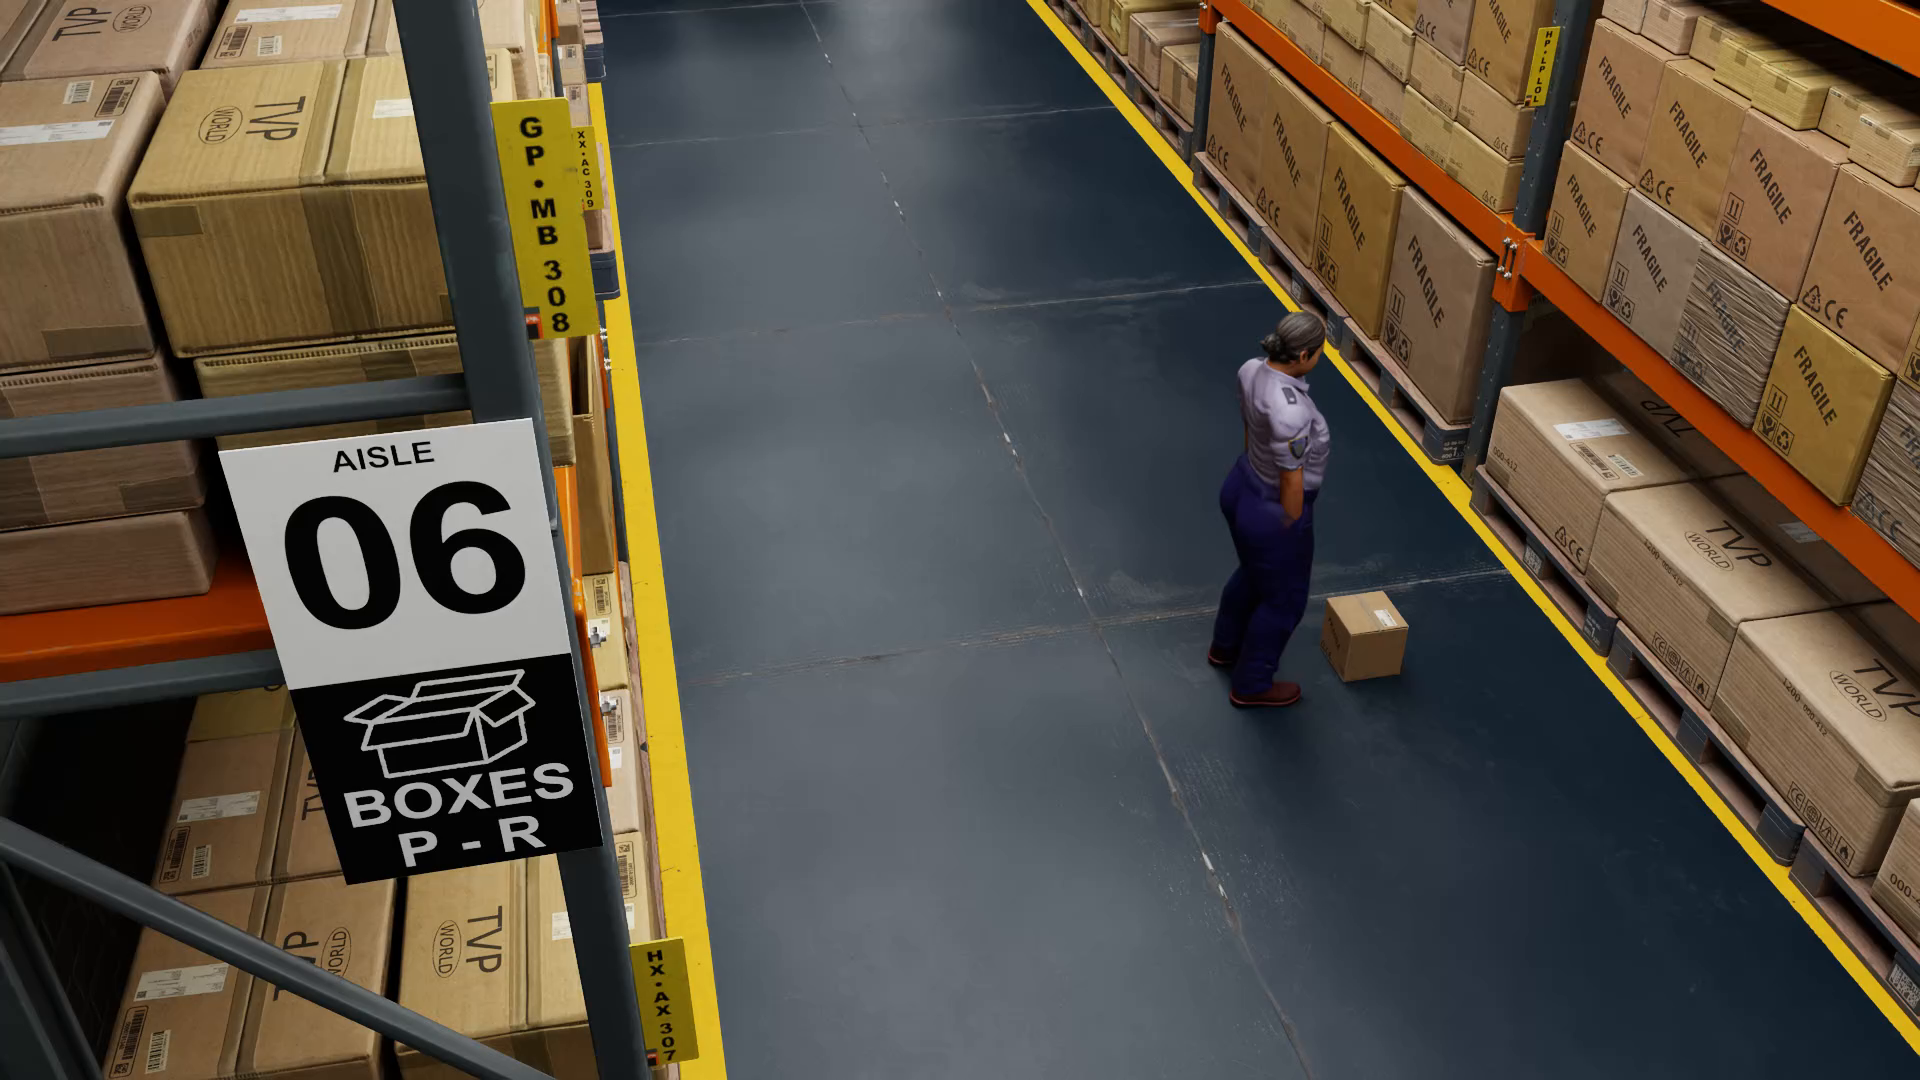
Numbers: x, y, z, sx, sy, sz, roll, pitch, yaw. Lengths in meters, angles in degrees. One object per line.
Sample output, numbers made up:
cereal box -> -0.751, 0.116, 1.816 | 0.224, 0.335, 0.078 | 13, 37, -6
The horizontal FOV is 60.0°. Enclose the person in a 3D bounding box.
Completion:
person -> 1.178, -0.117, 6.356 | 0.338, 1.624, 0.476 | -7, 35, -9
